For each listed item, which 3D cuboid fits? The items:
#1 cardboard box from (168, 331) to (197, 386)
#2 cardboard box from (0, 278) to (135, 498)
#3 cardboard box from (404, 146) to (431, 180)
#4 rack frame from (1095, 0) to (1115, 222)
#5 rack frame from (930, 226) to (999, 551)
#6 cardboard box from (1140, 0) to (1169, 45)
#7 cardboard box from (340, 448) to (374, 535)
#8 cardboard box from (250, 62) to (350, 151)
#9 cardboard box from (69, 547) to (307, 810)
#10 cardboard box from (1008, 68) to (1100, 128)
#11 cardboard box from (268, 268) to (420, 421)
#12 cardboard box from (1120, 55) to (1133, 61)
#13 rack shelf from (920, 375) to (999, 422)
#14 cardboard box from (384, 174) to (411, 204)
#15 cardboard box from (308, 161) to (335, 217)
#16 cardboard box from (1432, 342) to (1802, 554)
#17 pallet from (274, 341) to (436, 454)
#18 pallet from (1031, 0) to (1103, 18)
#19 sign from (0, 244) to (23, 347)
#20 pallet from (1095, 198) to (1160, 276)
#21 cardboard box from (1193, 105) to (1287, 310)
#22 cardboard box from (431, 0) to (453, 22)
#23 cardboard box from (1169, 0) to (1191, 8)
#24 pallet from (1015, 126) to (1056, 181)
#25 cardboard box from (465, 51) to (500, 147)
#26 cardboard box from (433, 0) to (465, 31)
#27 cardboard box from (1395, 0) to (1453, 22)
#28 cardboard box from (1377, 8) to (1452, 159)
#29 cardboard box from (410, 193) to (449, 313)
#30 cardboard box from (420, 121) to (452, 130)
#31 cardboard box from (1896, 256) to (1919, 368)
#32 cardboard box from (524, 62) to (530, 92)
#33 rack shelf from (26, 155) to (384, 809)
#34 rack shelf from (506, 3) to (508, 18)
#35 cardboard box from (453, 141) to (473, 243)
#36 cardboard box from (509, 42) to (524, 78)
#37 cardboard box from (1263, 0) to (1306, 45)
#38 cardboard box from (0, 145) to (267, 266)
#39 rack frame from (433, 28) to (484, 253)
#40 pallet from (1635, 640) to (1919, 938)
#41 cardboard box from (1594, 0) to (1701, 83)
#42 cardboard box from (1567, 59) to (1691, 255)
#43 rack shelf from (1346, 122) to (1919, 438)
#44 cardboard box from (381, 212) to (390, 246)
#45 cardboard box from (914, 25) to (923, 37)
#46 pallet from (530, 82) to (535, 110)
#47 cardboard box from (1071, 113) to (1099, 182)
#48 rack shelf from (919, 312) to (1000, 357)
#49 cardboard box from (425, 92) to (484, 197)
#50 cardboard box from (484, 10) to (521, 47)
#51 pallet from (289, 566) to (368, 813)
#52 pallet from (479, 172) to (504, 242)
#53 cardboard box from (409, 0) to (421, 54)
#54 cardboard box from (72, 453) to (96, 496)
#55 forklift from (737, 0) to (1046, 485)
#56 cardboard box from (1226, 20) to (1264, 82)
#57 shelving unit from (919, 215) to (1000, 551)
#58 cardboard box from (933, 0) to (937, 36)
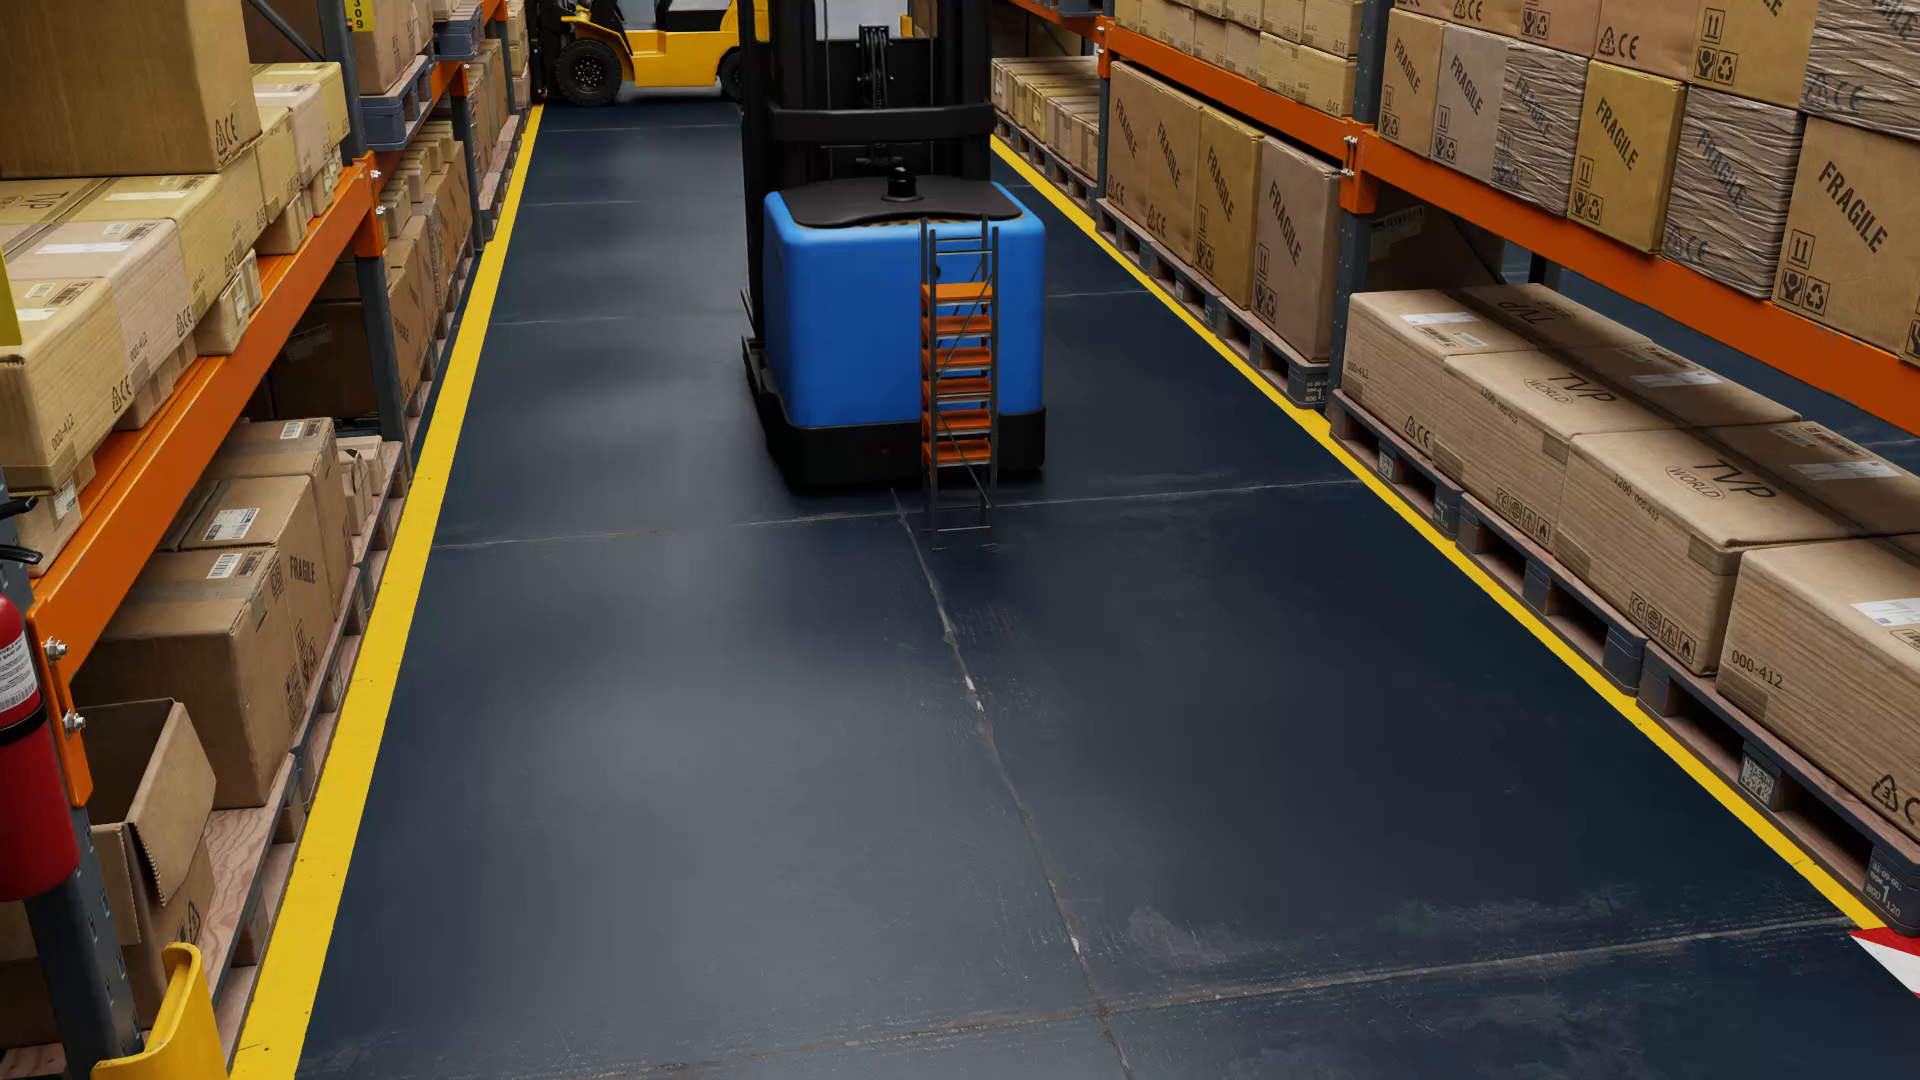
[{"bbox_3d":[-1.997,-0.441,3.827,0.380,0.149,0.250,-4,24,-9],"label":"cardboard box"},{"bbox_3d":[-1.809,-0.268,2.931,0.500,0.250,0.500,-4,24,-9],"label":"cardboard box"},{"bbox_3d":[-3.038,-1.998,8.865,0.380,0.149,0.250,-4,24,-8],"label":"cardboard box"},{"bbox_3d":[1.409,-3.517,10.555,1.000,3.000,0.127,-4,24,-10],"label":"rack frame"},{"bbox_3d":[0.014,-0.520,5.940,0.240,1.200,0.006,-4,24,-10],"label":"rack frame"},{"bbox_3d":[1.364,-3.037,9.642,0.500,0.250,0.500,-5,24,-11],"label":"cardboard box"},{"bbox_3d":[-2.271,-0.177,5.798,0.396,0.266,0.258,-3,24,-8],"label":"cardboard box"},{"bbox_3d":[-2.395,-1.460,5.661,0.500,0.250,0.500,-4,24,-8],"label":"cardboard box"},{"bbox_3d":[-2.129,0.365,4.265,0.700,0.500,0.500,-3,24,-8],"label":"cardboard box"},{"bbox_3d":[0.905,-3.590,13.481,0.950,0.372,0.625,-3,24,-6],"label":"cardboard box"},{"bbox_3d":[-2.597,-0.829,6.998,0.500,0.500,0.500,-3,24,-7],"label":"cardboard box"},{"bbox_3d":[1.808,-4.468,15.853,0.500,0.500,0.500,13,27,27],"label":"cardboard box"},{"bbox_3d":[-0.003,-0.515,6.041,0.258,0.103,0.180,-4,24,-10],"label":"rack shelf"},{"bbox_3d":[-2.916,-1.693,8.166,0.380,0.149,0.250,-4,24,-10],"label":"cardboard box"},{"bbox_3d":[-2.281,-1.152,5.453,0.380,0.149,0.250,-4,24,-8],"label":"cardboard box"},{"bbox_3d":[2.325,-0.355,5.992,0.875,0.438,0.875,-5,24,-11],"label":"cardboard box"},{"bbox_3d":[-2.917,-0.614,7.393,1.003,0.211,1.213,-4,24,-10],"label":"pallet"},{"bbox_3d":[1.172,-3.702,11.217,1.213,0.211,1.003,-4,24,-10],"label":"pallet"},{"bbox_3d":[-1.456,-0.439,2.425,0.100,0.325,0.005,-4,24,-10],"label":"sign"},{"bbox_3d":[1.480,-1.924,10.391,1.003,0.211,1.213,-4,24,-10],"label":"pallet"},{"bbox_3d":[1.780,-1.755,8.651,0.875,0.875,0.875,-4,24,-8],"label":"cardboard box"},{"bbox_3d":[-2.956,-2.881,8.761,0.500,0.250,0.500,-5,24,-12],"label":"cardboard box"},{"bbox_3d":[1.434,-3.060,9.070,0.500,0.250,0.500,-4,24,-10],"label":"cardboard box"},{"bbox_3d":[1.043,-3.026,12.914,1.003,0.211,1.213,-4,24,-10],"label":"pallet"},{"bbox_3d":[-3.965,-3.316,12.536,0.875,0.625,0.625,-5,24,-10],"label":"cardboard box"},{"bbox_3d":[-3.311,-3.272,10.182,0.500,0.250,0.500,-4,24,-10],"label":"cardboard box"},{"bbox_3d":[1.998,-2.243,6.263,0.500,0.500,0.500,-4,24,-9],"label":"cardboard box"},{"bbox_3d":[1.978,-1.786,6.466,0.500,0.500,0.500,-4,24,-8],"label":"cardboard box"},{"bbox_3d":[-2.883,-1.439,8.395,0.500,0.500,0.500,-5,24,-12],"label":"cardboard box"},{"bbox_3d":[-3.128,-2.317,9.595,0.380,0.149,0.250,-5,24,-12],"label":"cardboard box"},{"bbox_3d":[2.539,-0.586,3.720,0.500,0.500,0.500,-4,24,-9],"label":"cardboard box"},{"bbox_3d":[-4.082,-4.067,14.726,0.500,0.250,0.500,-5,24,-11],"label":"cardboard box"},{"bbox_3d":[-2.359,-0.459,4.451,1.077,0.370,4.000,-4,24,-10],"label":"rack shelf"},{"bbox_3d":[-4.578,-5.179,15.258,1.077,0.370,4.000,-4,24,-10],"label":"rack shelf"},{"bbox_3d":[-3.179,-2.045,9.783,0.500,0.500,0.500,-4,24,-8],"label":"cardboard box"},{"bbox_3d":[-3.994,-4.096,14.167,0.500,0.250,0.500,-4,24,-10],"label":"cardboard box"},{"bbox_3d":[1.728,-2.456,7.687,0.500,0.250,0.500,-4,24,-8],"label":"cardboard box"},{"bbox_3d":[-2.114,-0.865,4.298,0.500,0.250,0.500,-5,24,-11],"label":"cardboard box"},{"bbox_3d":[-3.469,-3.148,9.711,1.000,3.000,0.127,-4,24,-10],"label":"rack frame"},{"bbox_3d":[2.663,0.599,4.615,1.003,0.211,1.213,-4,24,-10],"label":"pallet"},{"bbox_3d":[2.260,-1.643,4.889,0.500,0.500,0.500,-4,24,-10],"label":"cardboard box"},{"bbox_3d":[2.248,-1.189,5.099,0.500,0.500,0.500,-4,24,-8],"label":"cardboard box"},{"bbox_3d":[2.518,-0.827,5.296,1.077,0.370,4.000,-4,24,-10],"label":"rack shelf"},{"bbox_3d":[-2.784,-1.390,7.473,0.380,0.149,0.250,-5,24,-11],"label":"cardboard box"},{"bbox_3d":[-0.193,-5.258,17.453,0.500,0.250,0.500,-5,24,-10],"label":"cardboard box"},{"bbox_3d":[-4.543,-4.241,15.696,1.003,0.211,1.213,-4,24,-10],"label":"pallet"},{"bbox_3d":[1.314,-2.728,11.508,0.950,0.372,0.625,-6,24,-13],"label":"cardboard box"},{"bbox_3d":[-0.003,-0.735,5.945,0.258,0.103,0.180,-4,24,-10],"label":"rack shelf"},{"bbox_3d":[-3.571,-2.499,10.666,0.875,0.625,0.625,-4,24,-8],"label":"cardboard box"},{"bbox_3d":[-3.989,-4.326,14.068,0.500,0.250,0.500,-5,24,-11],"label":"cardboard box"},{"bbox_3d":[-2.374,0.454,4.947,1.003,0.211,1.213,-4,24,-10],"label":"pallet"},{"bbox_3d":[-3.583,-2.197,11.017,1.003,0.211,1.213,-4,24,-10],"label":"pallet"},{"bbox_3d":[-2.609,-2.281,7.367,0.396,0.266,0.258,-3,24,-7],"label":"cardboard box"},{"bbox_3d":[-1.873,-0.133,3.120,0.380,0.149,0.250,-4,24,-8],"label":"cardboard box"},{"bbox_3d":[-0.456,-2.121,7.443,1.130,2.935,3.031,-5,24,-11],"label":"forklift"},{"bbox_3d":[1.650,-2.433,8.261,0.500,0.250,0.500,-5,24,-11],"label":"cardboard box"},{"bbox_3d":[-0.003,-0.556,6.023,0.258,1.200,0.189,-4,24,-10],"label":"shelving unit"},{"bbox_3d":[-0.003,-5.190,16.358,0.500,0.500,0.500,-4,24,-9],"label":"cardboard box"}]
